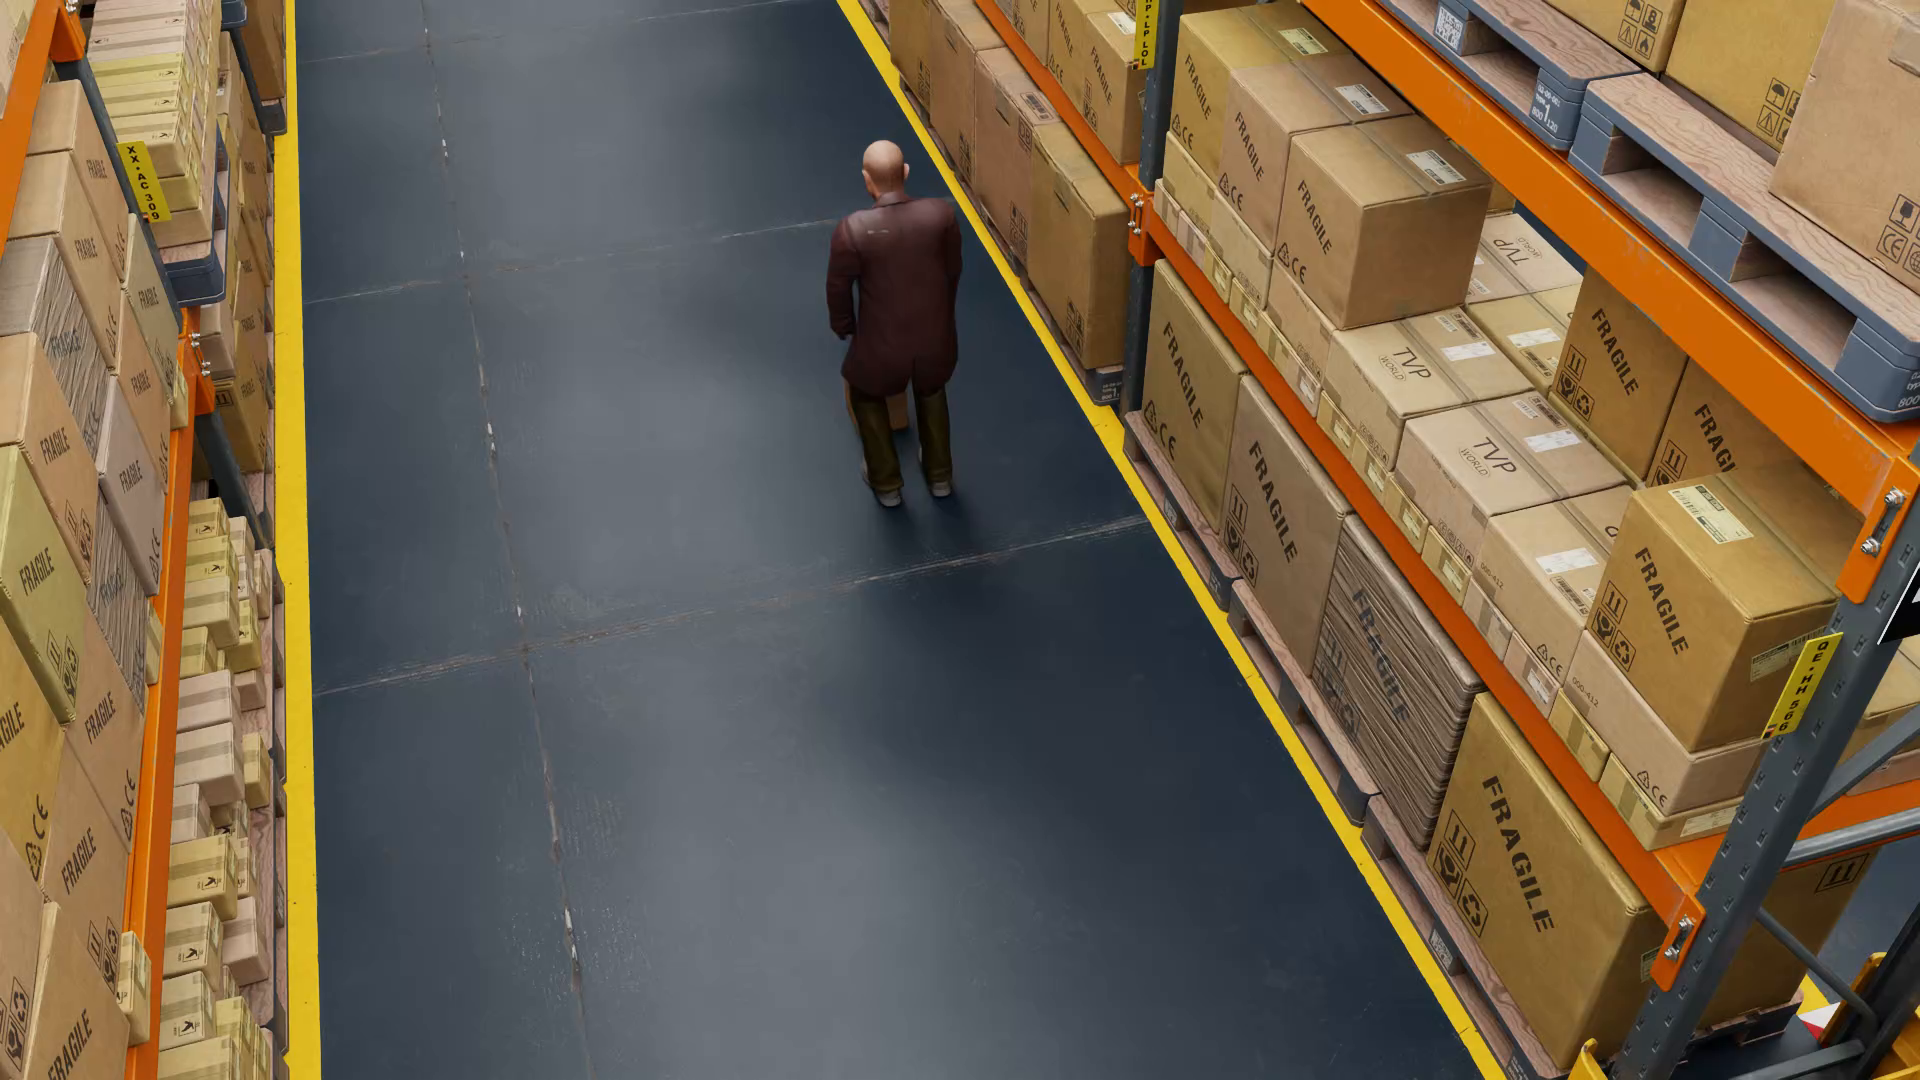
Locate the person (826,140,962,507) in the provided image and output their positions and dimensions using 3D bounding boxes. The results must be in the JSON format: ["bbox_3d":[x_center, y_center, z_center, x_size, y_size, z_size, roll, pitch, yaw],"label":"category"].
[{"bbox_3d":[-0.281,-0.913,7.253,0.595,1.715,0.449,-11,43,-12],"label":"person"}]
